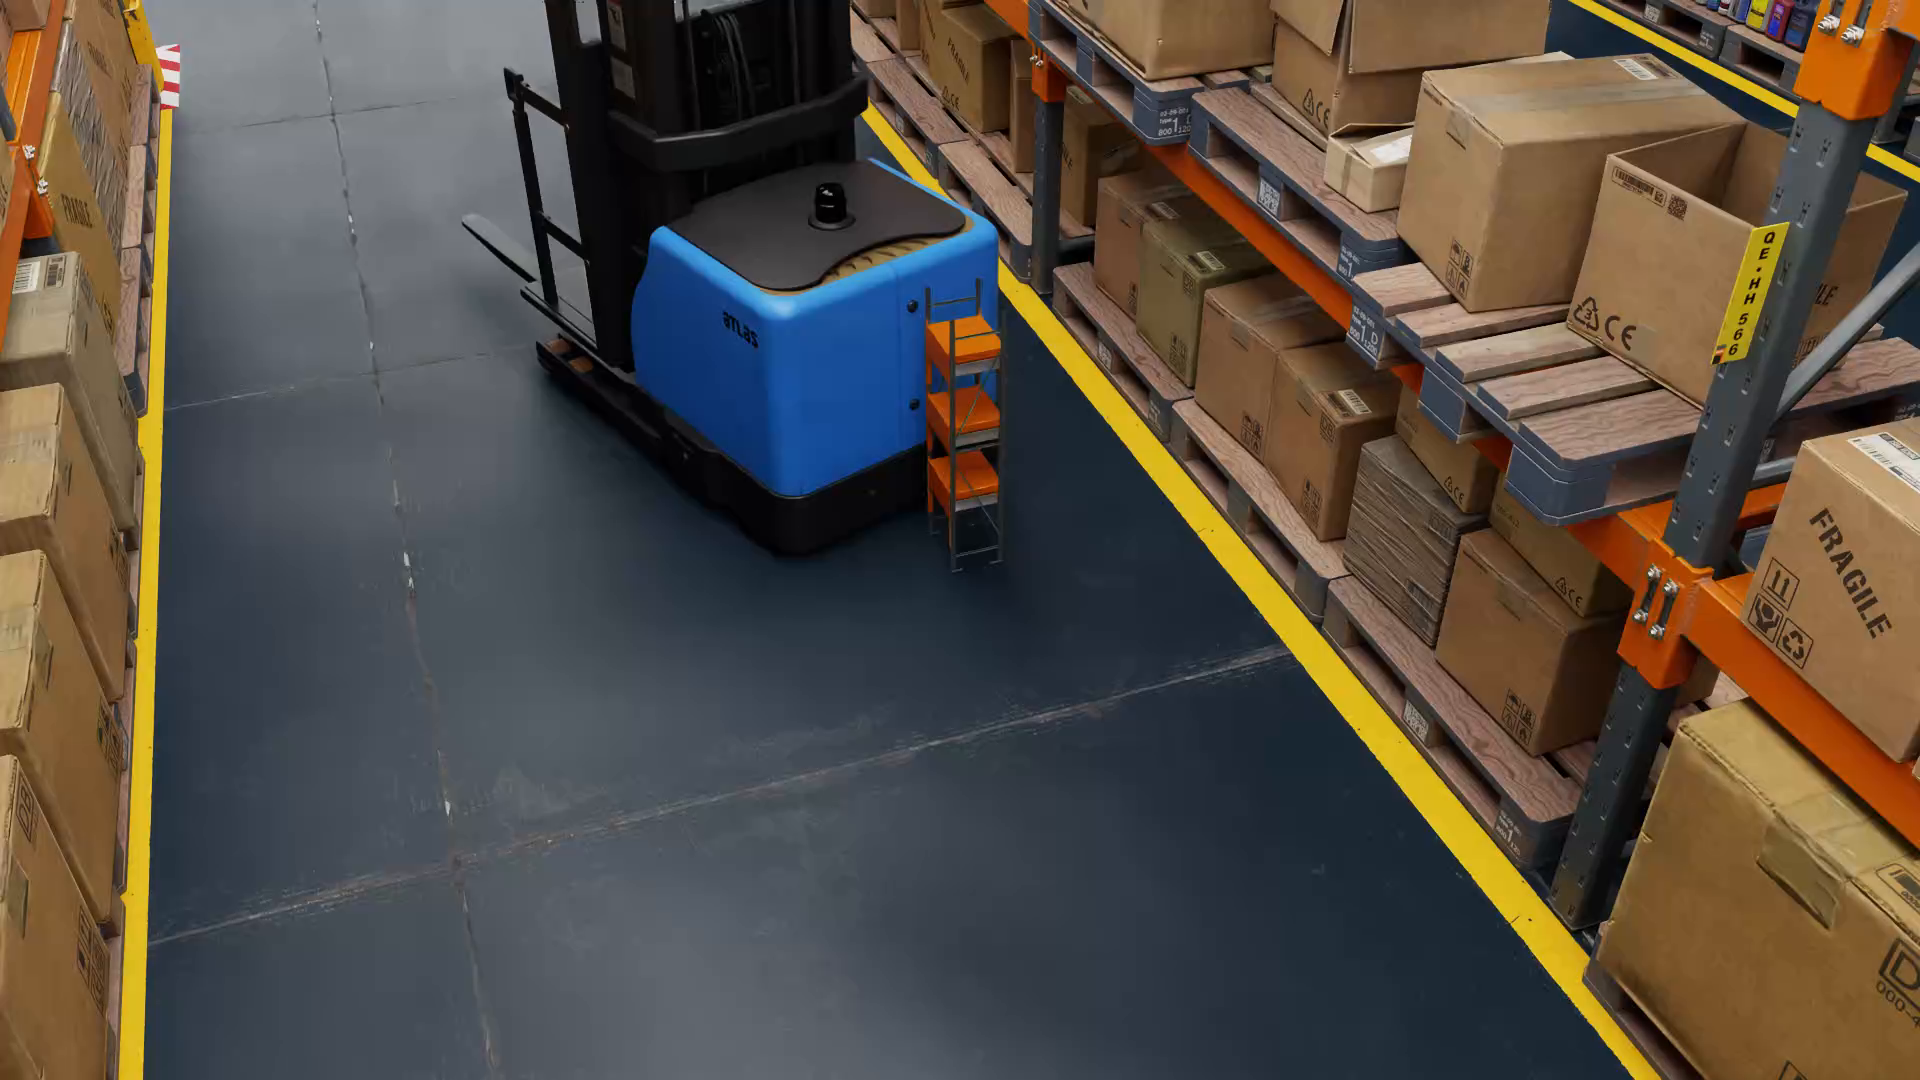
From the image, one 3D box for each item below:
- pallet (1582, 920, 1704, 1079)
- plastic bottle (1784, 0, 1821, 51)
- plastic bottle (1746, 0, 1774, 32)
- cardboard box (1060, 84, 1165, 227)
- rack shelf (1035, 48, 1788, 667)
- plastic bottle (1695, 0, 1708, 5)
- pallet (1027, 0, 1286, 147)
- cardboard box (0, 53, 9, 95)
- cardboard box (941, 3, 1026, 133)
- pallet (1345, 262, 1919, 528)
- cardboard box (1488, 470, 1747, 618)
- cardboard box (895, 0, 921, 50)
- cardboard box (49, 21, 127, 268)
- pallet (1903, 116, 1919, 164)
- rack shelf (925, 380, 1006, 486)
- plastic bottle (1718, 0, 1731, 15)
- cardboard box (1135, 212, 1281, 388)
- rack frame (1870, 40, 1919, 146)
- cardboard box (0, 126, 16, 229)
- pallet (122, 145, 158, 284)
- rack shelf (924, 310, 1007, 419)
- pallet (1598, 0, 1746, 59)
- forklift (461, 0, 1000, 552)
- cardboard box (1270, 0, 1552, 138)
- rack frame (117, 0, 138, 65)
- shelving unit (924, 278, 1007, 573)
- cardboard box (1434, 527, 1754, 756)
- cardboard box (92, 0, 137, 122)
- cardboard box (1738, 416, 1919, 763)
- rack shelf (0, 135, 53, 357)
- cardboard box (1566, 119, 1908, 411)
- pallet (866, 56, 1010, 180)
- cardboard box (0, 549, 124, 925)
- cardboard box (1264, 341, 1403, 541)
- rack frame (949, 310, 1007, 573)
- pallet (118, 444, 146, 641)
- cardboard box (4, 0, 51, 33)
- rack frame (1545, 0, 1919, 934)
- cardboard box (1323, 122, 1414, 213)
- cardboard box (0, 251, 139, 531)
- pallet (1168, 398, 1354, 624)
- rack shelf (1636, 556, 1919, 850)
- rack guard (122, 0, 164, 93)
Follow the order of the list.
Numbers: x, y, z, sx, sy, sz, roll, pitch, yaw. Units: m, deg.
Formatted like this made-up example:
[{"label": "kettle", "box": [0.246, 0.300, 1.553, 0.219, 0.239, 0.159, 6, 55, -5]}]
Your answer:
[{"label": "pallet", "box": [2.397, 1.364, 4.263, 1.003, 0.211, 1.213, -12, 39, -16]}, {"label": "plastic bottle", "box": [4.912, -3.026, 9.610, 0.144, 0.351, 0.185, -14, 39, -18]}, {"label": "plastic bottle", "box": [4.801, -3.208, 9.852, 0.144, 0.351, 0.185, -13, 39, -16]}, {"label": "cardboard box", "box": [0.720, -1.874, 7.973, 0.500, 0.500, 0.500, -14, 39, -17]}, {"label": "rack shelf", "box": [1.508, -1.053, 5.753, 1.077, 0.370, 4.000, -12, 39, -16]}, {"label": "plastic bottle", "box": [4.611, -3.418, 10.255, 0.097, 0.201, 0.097, 0, 37, 0]}, {"label": "pallet", "box": [0.946, -1.932, 6.481, 1.003, 0.211, 1.213, -12, 39, -16]}, {"label": "cardboard box", "box": [-4.010, -1.766, 5.977, 0.875, 0.550, 0.550, -12, 39, -16]}, {"label": "cardboard box", "box": [0.228, -2.530, 8.844, 0.500, 0.500, 0.500, -16, 40, -20]}, {"label": "pallet", "box": [1.851, -0.514, 4.599, 1.213, 0.211, 1.003, -12, 39, -16]}, {"label": "cardboard box", "box": [1.937, -0.060, 4.925, 0.500, 0.250, 0.500, -11, 38, -14]}, {"label": "cardboard box", "box": [-0.120, -3.212, 9.750, 0.500, 0.500, 0.500, -3, 37, -4]}, {"label": "cardboard box", "box": [-4.337, -1.698, 7.427, 0.875, 0.875, 0.875, -12, 39, -16]}, {"label": "pallet", "box": [5.777, -1.946, 8.658, 1.003, 0.211, 1.213, -12, 39, -16]}, {"label": "rack shelf", "box": [0.018, -0.381, 5.900, 0.215, 0.259, 0.240, -12, 39, -16]}, {"label": "plastic bottle", "box": [4.682, -3.302, 10.101, 0.097, 0.201, 0.097, 0, 37, 0]}, {"label": "cardboard box", "box": [1.157, -1.023, 6.827, 0.700, 0.500, 0.500, -13, 39, -16]}, {"label": "rack frame", "box": [5.470, -3.496, 8.398, 1.000, 3.000, 0.127, -12, 39, -16]}, {"label": "cardboard box", "box": [-3.442, -1.301, 5.401, 0.500, 0.500, 0.500, -13, 39, -16]}, {"label": "pallet", "box": [-4.484, -1.523, 8.096, 1.003, 0.211, 1.213, -12, 39, -16]}, {"label": "rack shelf", "box": [0.018, -0.607, 5.730, 0.215, 0.259, 0.240, -12, 39, -16]}, {"label": "pallet", "box": [4.855, -3.460, 10.668, 1.003, 0.211, 1.213, -12, 39, -16]}, {"label": "forklift", "box": [-1.164, -1.949, 6.401, 1.130, 2.935, 3.031, -26, 44, -30]}, {"label": "cardboard box", "box": [1.503, -1.719, 5.604, 0.797, 0.503, 0.637, -9, 38, -11]}, {"label": "rack frame", "box": [-5.249, -3.760, 8.749, 1.000, 3.000, 0.127, -12, 39, -16]}, {"label": "shelving unit", "box": [0.018, -0.389, 5.894, 0.215, 1.050, 0.252, -12, 39, -16]}, {"label": "cardboard box", "box": [1.947, 0.238, 5.153, 0.700, 0.500, 0.500, -14, 39, -18]}, {"label": "cardboard box", "box": [-4.953, -2.710, 8.771, 0.875, 0.875, 0.875, -12, 39, -16]}, {"label": "cardboard box", "box": [2.108, 0.080, 3.567, 0.500, 0.500, 0.500, -11, 38, -15]}, {"label": "rack shelf", "box": [-3.184, -0.083, 4.465, 1.077, 0.370, 4.000, -12, 39, -16]}, {"label": "cardboard box", "box": [1.973, -0.715, 4.274, 0.500, 0.500, 0.500, -17, 40, -21]}, {"label": "pallet", "box": [0.132, -2.419, 9.286, 1.003, 0.211, 1.213, -12, 39, -16]}, {"label": "cardboard box", "box": [-2.925, 0.634, 4.435, 1.050, 0.750, 0.750, -12, 39, -15]}, {"label": "cardboard box", "box": [1.542, -0.392, 5.989, 0.700, 0.500, 0.500, -9, 38, -12]}, {"label": "rack frame", "box": [0.060, -0.320, 5.802, 0.200, 1.050, 0.008, -12, 39, -16]}, {"label": "pallet", "box": [-3.536, 0.034, 6.030, 1.003, 0.211, 1.213, -12, 39, -16]}, {"label": "cardboard box", "box": [-4.296, -2.402, 6.821, 0.875, 0.550, 0.550, -12, 39, -16]}, {"label": "rack frame", "box": [2.196, -0.210, 4.036, 1.000, 3.000, 0.127, -12, 39, -16]}, {"label": "cardboard box", "box": [1.369, -1.211, 5.127, 0.396, 0.266, 0.258, -14, 39, -17]}, {"label": "cardboard box", "box": [-3.574, -0.437, 5.858, 1.050, 0.750, 0.750, -13, 39, -16]}, {"label": "pallet", "box": [1.513, -0.226, 6.375, 1.003, 0.211, 1.213, -12, 39, -16]}, {"label": "rack shelf", "box": [2.884, 1.207, 2.753, 1.077, 0.370, 4.000, -12, 39, -16]}, {"label": "rack guard", "box": [-5.257, -2.775, 9.519, 1.175, 0.500, 0.348, -12, 39, -16]}]
